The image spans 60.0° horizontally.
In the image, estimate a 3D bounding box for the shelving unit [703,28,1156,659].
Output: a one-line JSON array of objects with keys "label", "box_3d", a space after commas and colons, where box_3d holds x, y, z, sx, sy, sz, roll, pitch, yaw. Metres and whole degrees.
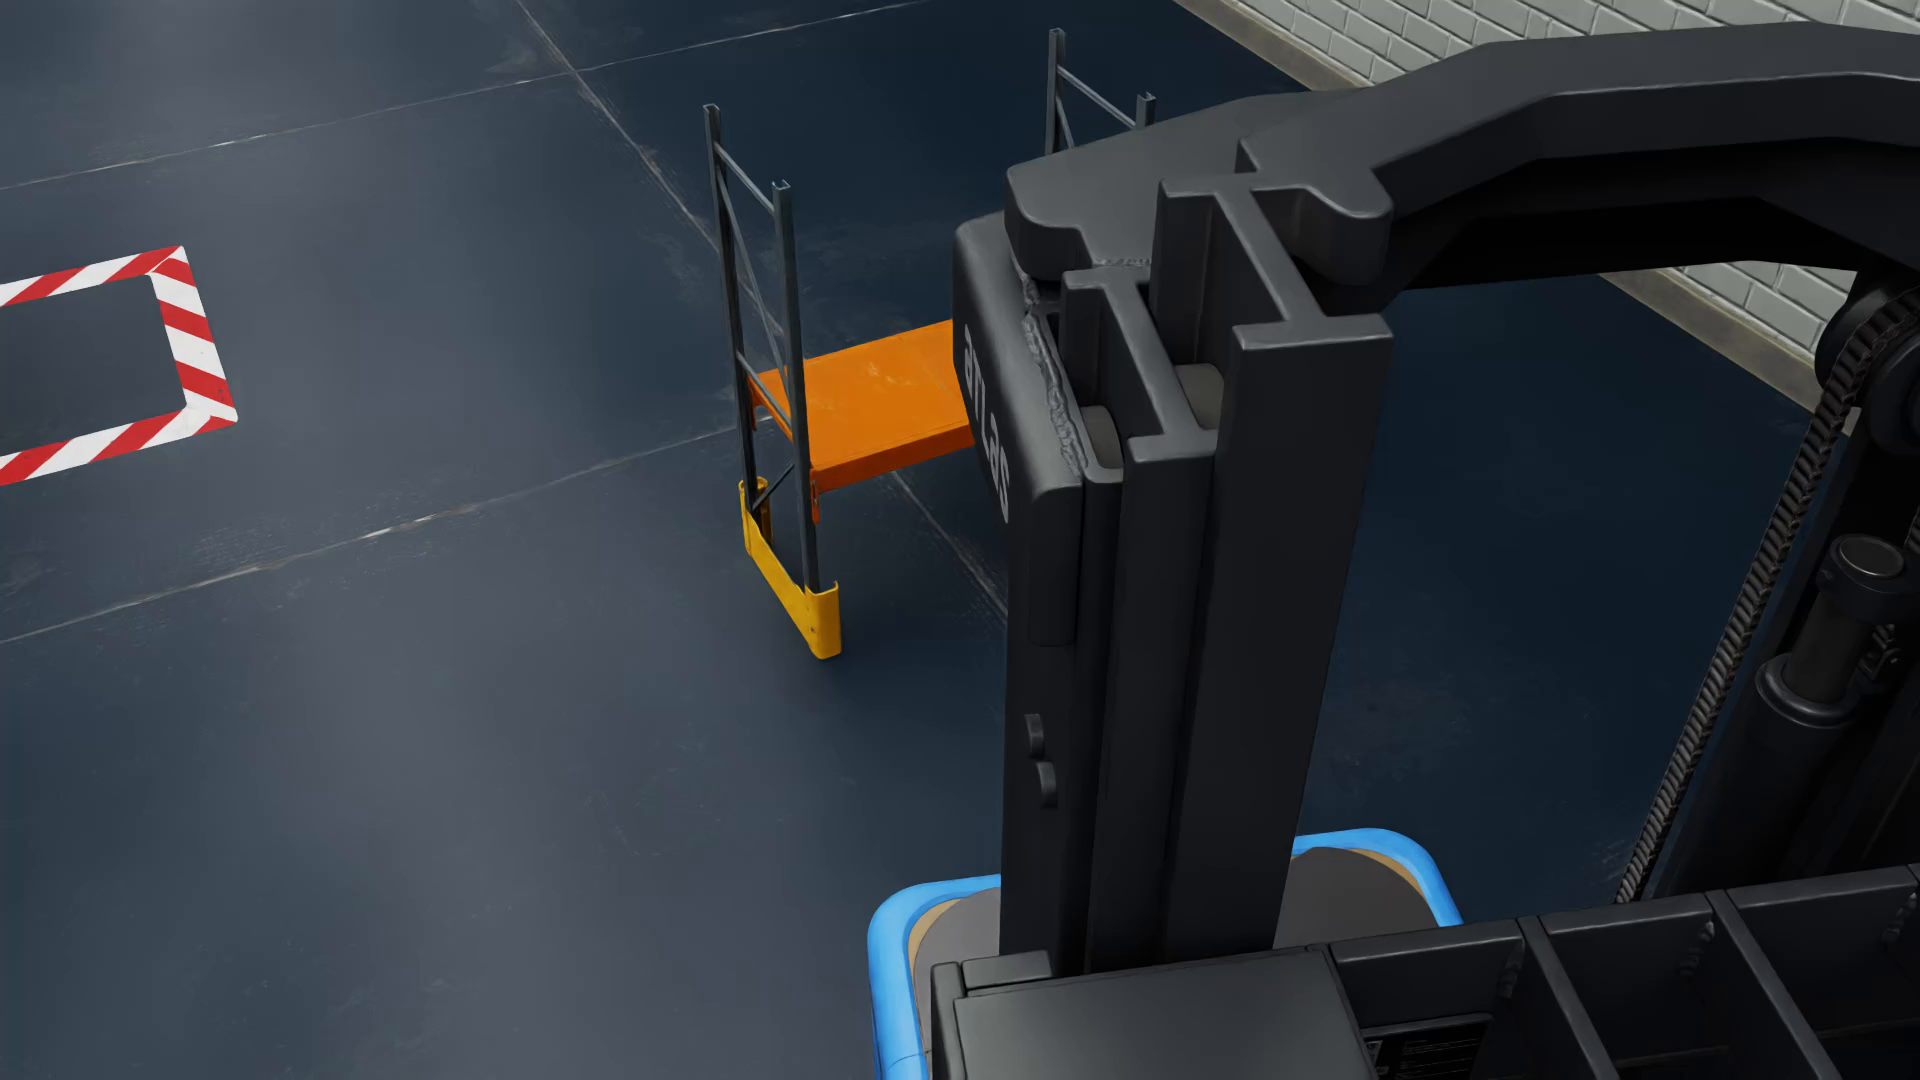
[{"label": "shelving unit", "box_3d": [-0.068, -0.550, 4.739, 1.083, 1.500, 0.587, -19, 44, -21]}]

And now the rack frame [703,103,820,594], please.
[{"label": "rack frame", "box_3d": [-0.527, -0.395, 4.556, 0.032, 1.500, 0.500, -19, 44, -21]}]

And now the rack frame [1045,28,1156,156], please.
[{"label": "rack frame", "box_3d": [0.375, -0.699, 4.915, 0.032, 1.500, 0.500, -19, 44, -21]}]

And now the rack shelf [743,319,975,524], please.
[{"label": "rack shelf", "box_3d": [-0.076, -0.410, 4.852, 1.000, 0.185, 0.538, -19, 44, -21]}]

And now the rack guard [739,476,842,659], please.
[{"label": "rack guard", "box_3d": [-0.509, 0.076, 4.967, 0.087, 0.250, 0.587, -19, 44, -21]}]
